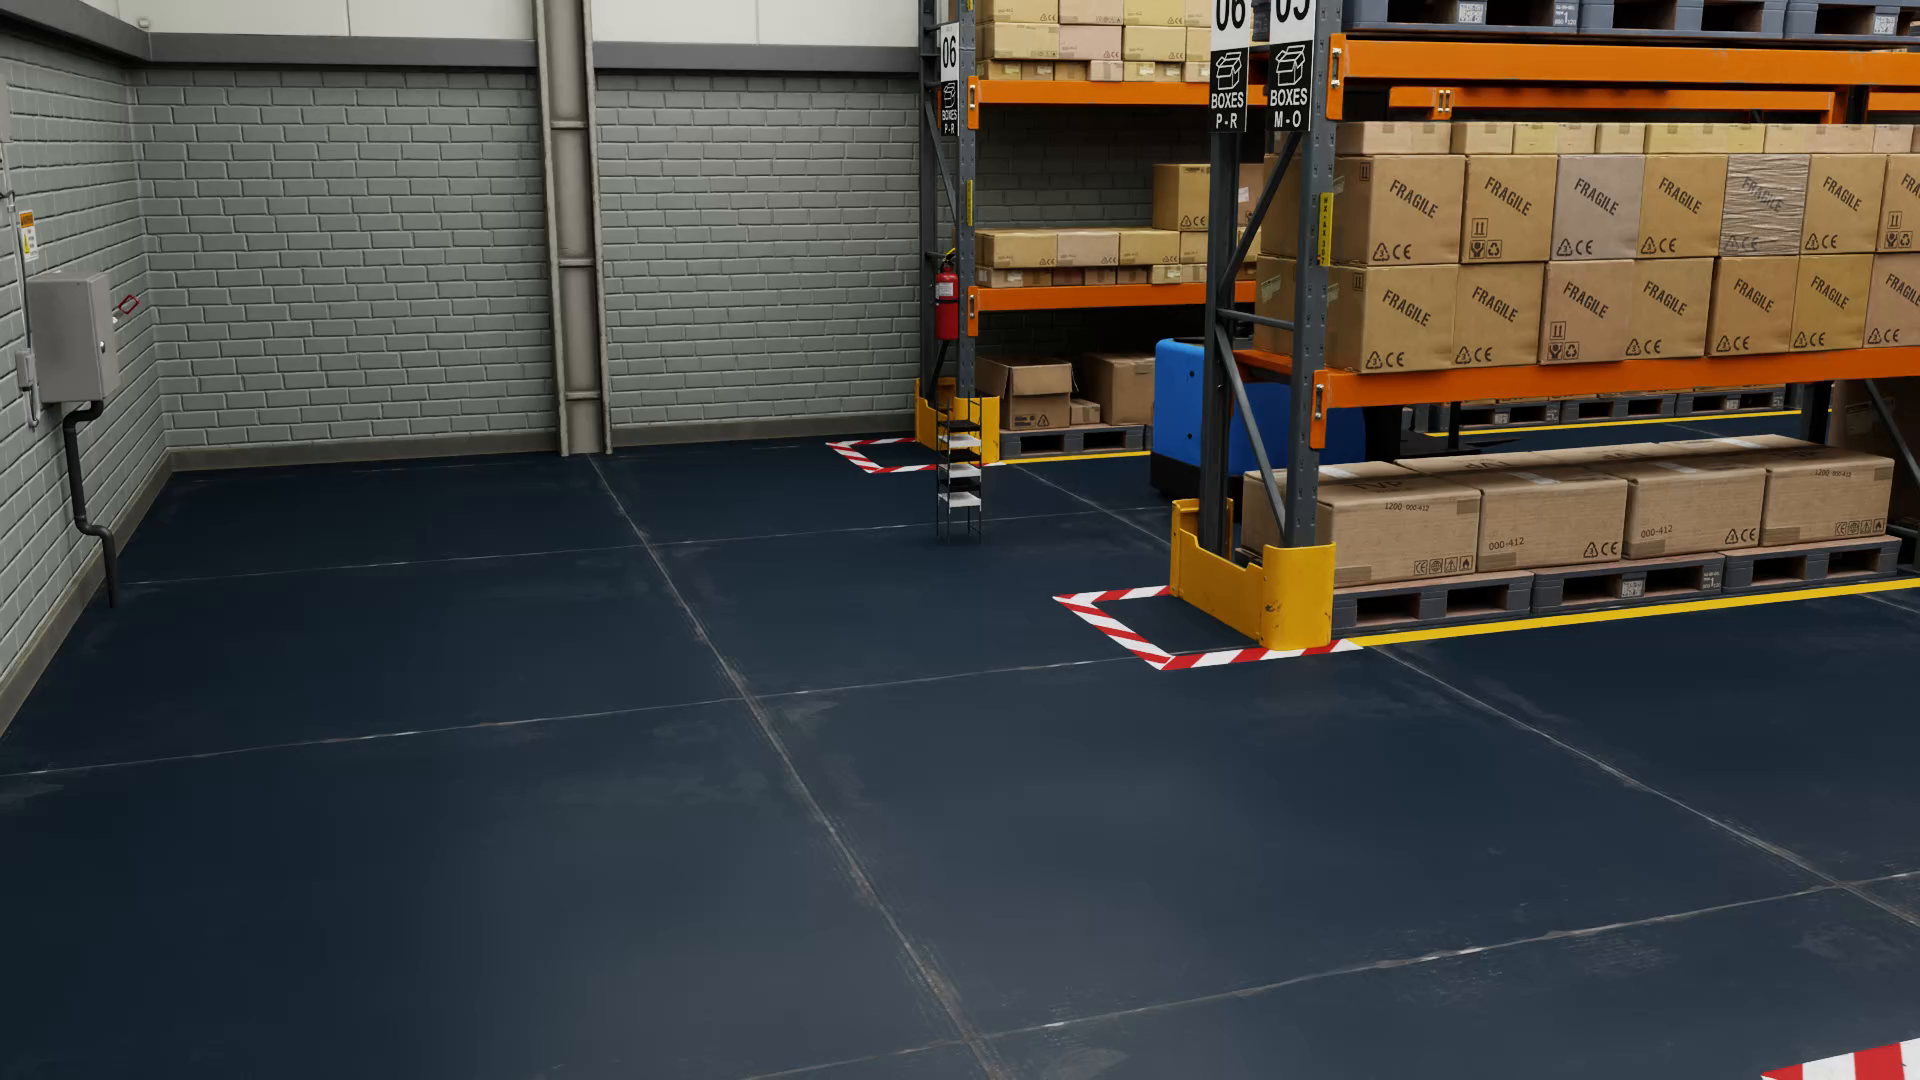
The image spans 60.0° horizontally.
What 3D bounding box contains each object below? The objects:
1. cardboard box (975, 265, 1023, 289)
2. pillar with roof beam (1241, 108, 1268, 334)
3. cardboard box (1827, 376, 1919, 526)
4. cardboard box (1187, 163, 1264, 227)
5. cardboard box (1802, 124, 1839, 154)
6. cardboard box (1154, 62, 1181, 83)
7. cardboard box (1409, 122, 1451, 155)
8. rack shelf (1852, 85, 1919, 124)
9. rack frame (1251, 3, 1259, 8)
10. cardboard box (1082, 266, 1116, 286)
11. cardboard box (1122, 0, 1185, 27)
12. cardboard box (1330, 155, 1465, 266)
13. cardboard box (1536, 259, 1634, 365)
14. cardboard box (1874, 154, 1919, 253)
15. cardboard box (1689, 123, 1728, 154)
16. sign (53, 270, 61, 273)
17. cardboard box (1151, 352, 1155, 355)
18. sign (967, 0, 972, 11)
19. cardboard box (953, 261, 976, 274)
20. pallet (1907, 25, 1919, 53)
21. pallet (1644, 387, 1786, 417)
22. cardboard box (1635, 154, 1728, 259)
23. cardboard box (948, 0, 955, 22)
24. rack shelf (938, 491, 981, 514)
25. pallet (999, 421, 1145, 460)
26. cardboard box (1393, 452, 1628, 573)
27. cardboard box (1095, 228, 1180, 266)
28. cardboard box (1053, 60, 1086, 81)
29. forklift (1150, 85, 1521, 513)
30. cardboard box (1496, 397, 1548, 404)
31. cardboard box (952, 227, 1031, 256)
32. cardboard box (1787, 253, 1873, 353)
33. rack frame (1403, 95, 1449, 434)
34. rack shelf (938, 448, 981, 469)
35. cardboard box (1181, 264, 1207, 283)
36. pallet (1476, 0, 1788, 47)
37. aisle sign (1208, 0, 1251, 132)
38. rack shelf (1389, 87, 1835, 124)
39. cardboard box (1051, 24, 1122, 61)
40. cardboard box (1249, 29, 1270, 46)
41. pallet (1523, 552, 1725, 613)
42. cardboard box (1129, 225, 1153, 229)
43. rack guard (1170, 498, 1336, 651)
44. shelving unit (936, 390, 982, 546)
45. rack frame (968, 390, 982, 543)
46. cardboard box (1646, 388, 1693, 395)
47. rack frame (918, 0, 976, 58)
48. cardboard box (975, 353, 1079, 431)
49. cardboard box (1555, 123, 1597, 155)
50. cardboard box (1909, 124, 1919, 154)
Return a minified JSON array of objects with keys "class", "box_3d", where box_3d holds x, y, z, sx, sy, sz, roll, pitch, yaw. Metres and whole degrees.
[{"class":"cardboard box","box_3d":[0.294,-1.999,12.606,0.250,0.149,0.380,-5,14,-18]},{"class":"pillar with roof beam","box_3d":[4.112,-4.573,9.920,0.400,9.000,9.100,-4,14,-18]},{"class":"cardboard box","box_3d":[5.835,-0.598,9.857,0.875,0.875,0.875,-4,14,-16]},{"class":"cardboard box","box_3d":[2.190,-2.837,13.648,0.500,0.500,0.500,-5,14,-20]},{"class":"cardboard box","box_3d":[4.324,-2.087,8.657,0.250,0.149,0.380,-5,14,-19]},{"class":"cardboard box","box_3d":[1.490,-3.555,12.668,0.250,0.149,0.380,-5,14,-19]},{"class":"cardboard box","box_3d":[2.132,-1.919,7.952,0.250,0.149,0.380,-4,14,-17]},{"class":"rack shelf","box_3d":[7.169,-2.620,9.750,4.000,0.370,1.077,-4,14,-18]},{"class":"rack frame","box_3d":[1.482,-3.987,7.458,0.127,3.000,1.000,-4,14,-18]},{"class":"cardboard box","box_3d":[1.018,-2.060,12.863,0.250,0.149,0.380,-4,14,-16]},{"class":"cardboard box","box_3d":[1.356,-3.982,12.521,0.500,0.250,0.500,-5,14,-19]},{"class":"cardboard box","box_3d":[2.028,-1.576,7.911,0.500,0.500,0.500,-5,14,-19]},{"class":"cardboard box","box_3d":[2.987,-1.166,8.349,0.500,0.500,0.500,-5,14,-18]},{"class":"cardboard box","box_3d":[4.914,-1.803,8.865,0.500,0.500,0.500,-5,14,-19]},{"class":"cardboard box","box_3d":[3.623,-2.020,8.373,0.250,0.149,0.380,-4,14,-18]},{"class":"sign","box_3d":[-4.740,-1.165,8.765,0.001,0.494,0.329,-4,14,-18]},{"class":"cardboard box","box_3d":[1.861,-1.241,13.372,0.500,0.500,0.500,-4,14,-17]},{"class":"sign","box_3d":[0.068,-3.922,11.779,0.005,0.325,0.100,-4,14,-18]},{"class":"cardboard box","box_3d":[0.124,-2.118,13.107,0.250,0.149,0.380,-5,14,-19]},{"class":"pallet","box_3d":[6.126,-2.808,9.398,1.217,0.209,0.805,-5,14,-20]},{"class":"pallet","box_3d":[6.758,-1.344,15.336,1.213,0.211,1.003,-4,14,-18]},{"class":"cardboard box","box_3d":[3.473,-1.693,8.400,0.500,0.500,0.500,-4,14,-18]},{"class":"cardboard box","box_3d":[0.227,-4.025,12.701,0.500,0.250,0.500,-5,14,-20]},{"class":"rack shelf","box_3d":[-0.008,-0.230,10.086,0.200,0.077,0.258,-4,14,-18]},{"class":"pallet","box_3d":[0.723,-0.865,13.322,1.213,0.211,1.003,-4,14,-18]},{"class":"cardboard box","box_3d":[2.940,-0.166,8.989,0.875,0.438,0.875,-4,14,-17]},{"class":"cardboard box","box_3d":[1.368,-2.278,12.920,0.500,0.250,0.500,-5,14,-19]},{"class":"cardboard box","box_3d":[0.760,-3.507,12.464,0.250,0.149,0.380,-4,14,-18]},{"class":"forklift","box_3d":[2.868,-1.765,11.231,3.031,2.935,1.130,-5,14,-22]},{"class":"cardboard box","box_3d":[4.718,-1.468,14.326,0.500,0.500,0.500,-5,14,-19]},{"class":"cardboard box","box_3d":[0.247,-2.321,13.098,0.500,0.250,0.500,-4,14,-16]},{"class":"cardboard box","box_3d":[4.429,-1.283,8.837,0.500,0.500,0.500,-5,14,-19]},{"class":"rack frame","box_3d":[3.686,-2.452,13.969,0.127,3.000,1.000,-4,14,-18]},{"class":"rack shelf","box_3d":[-0.008,-0.492,10.023,0.200,0.077,0.258,-4,14,-18]},{"class":"cardboard box","box_3d":[1.774,-2.107,13.060,0.250,0.149,0.380,-4,14,-17]},{"class":"pallet","box_3d":[3.340,-2.632,8.437,1.213,0.211,1.003,-4,14,-18]},{"class":"aisle sign","box_3d":[1.315,-2.396,8.115,0.004,0.787,0.394,-4,14,-18]},{"class":"rack shelf","box_3d":[5.582,-3.709,14.326,4.000,0.370,1.077,-4,14,-18]},{"class":"cardboard box","box_3d":[0.878,-3.703,12.426,0.500,0.250,0.500,-4,14,-17]},{"class":"cardboard box","box_3d":[2.330,-3.816,12.905,0.500,0.250,0.500,-4,14,-17]},{"class":"pallet","box_3d":[3.369,0.123,9.170,1.213,0.211,1.003,-4,14,-18]},{"class":"cardboard box","box_3d":[1.702,-2.432,13.568,0.500,0.250,0.500,-4,14,-18]},{"class":"rack guard","box_3d":[1.459,0.149,8.434,0.348,0.500,1.175,-4,14,-18]},{"class":"shelving unit","box_3d":[-0.008,-0.437,10.036,0.210,0.900,0.258,-4,14,-18]},{"class":"rack frame","box_3d":[0.089,-0.445,10.068,0.006,0.900,0.240,-4,14,-18]},{"class":"cardboard box","box_3d":[6.172,-1.583,14.811,0.500,0.500,0.500,-4,14,-16]},{"class":"rack frame","box_3d":[-0.105,-5.075,12.033,0.127,3.000,1.000,-4,14,-18]},{"class":"cardboard box","box_3d":[0.505,-1.171,13.070,0.637,0.503,0.797,-5,14,-20]},{"class":"cardboard box","box_3d":[2.891,-1.968,8.155,0.250,0.149,0.380,-4,14,-18]},{"class":"cardboard box","box_3d":[5.083,-2.122,8.802,0.250,0.149,0.380,-5,14,-19]}]
